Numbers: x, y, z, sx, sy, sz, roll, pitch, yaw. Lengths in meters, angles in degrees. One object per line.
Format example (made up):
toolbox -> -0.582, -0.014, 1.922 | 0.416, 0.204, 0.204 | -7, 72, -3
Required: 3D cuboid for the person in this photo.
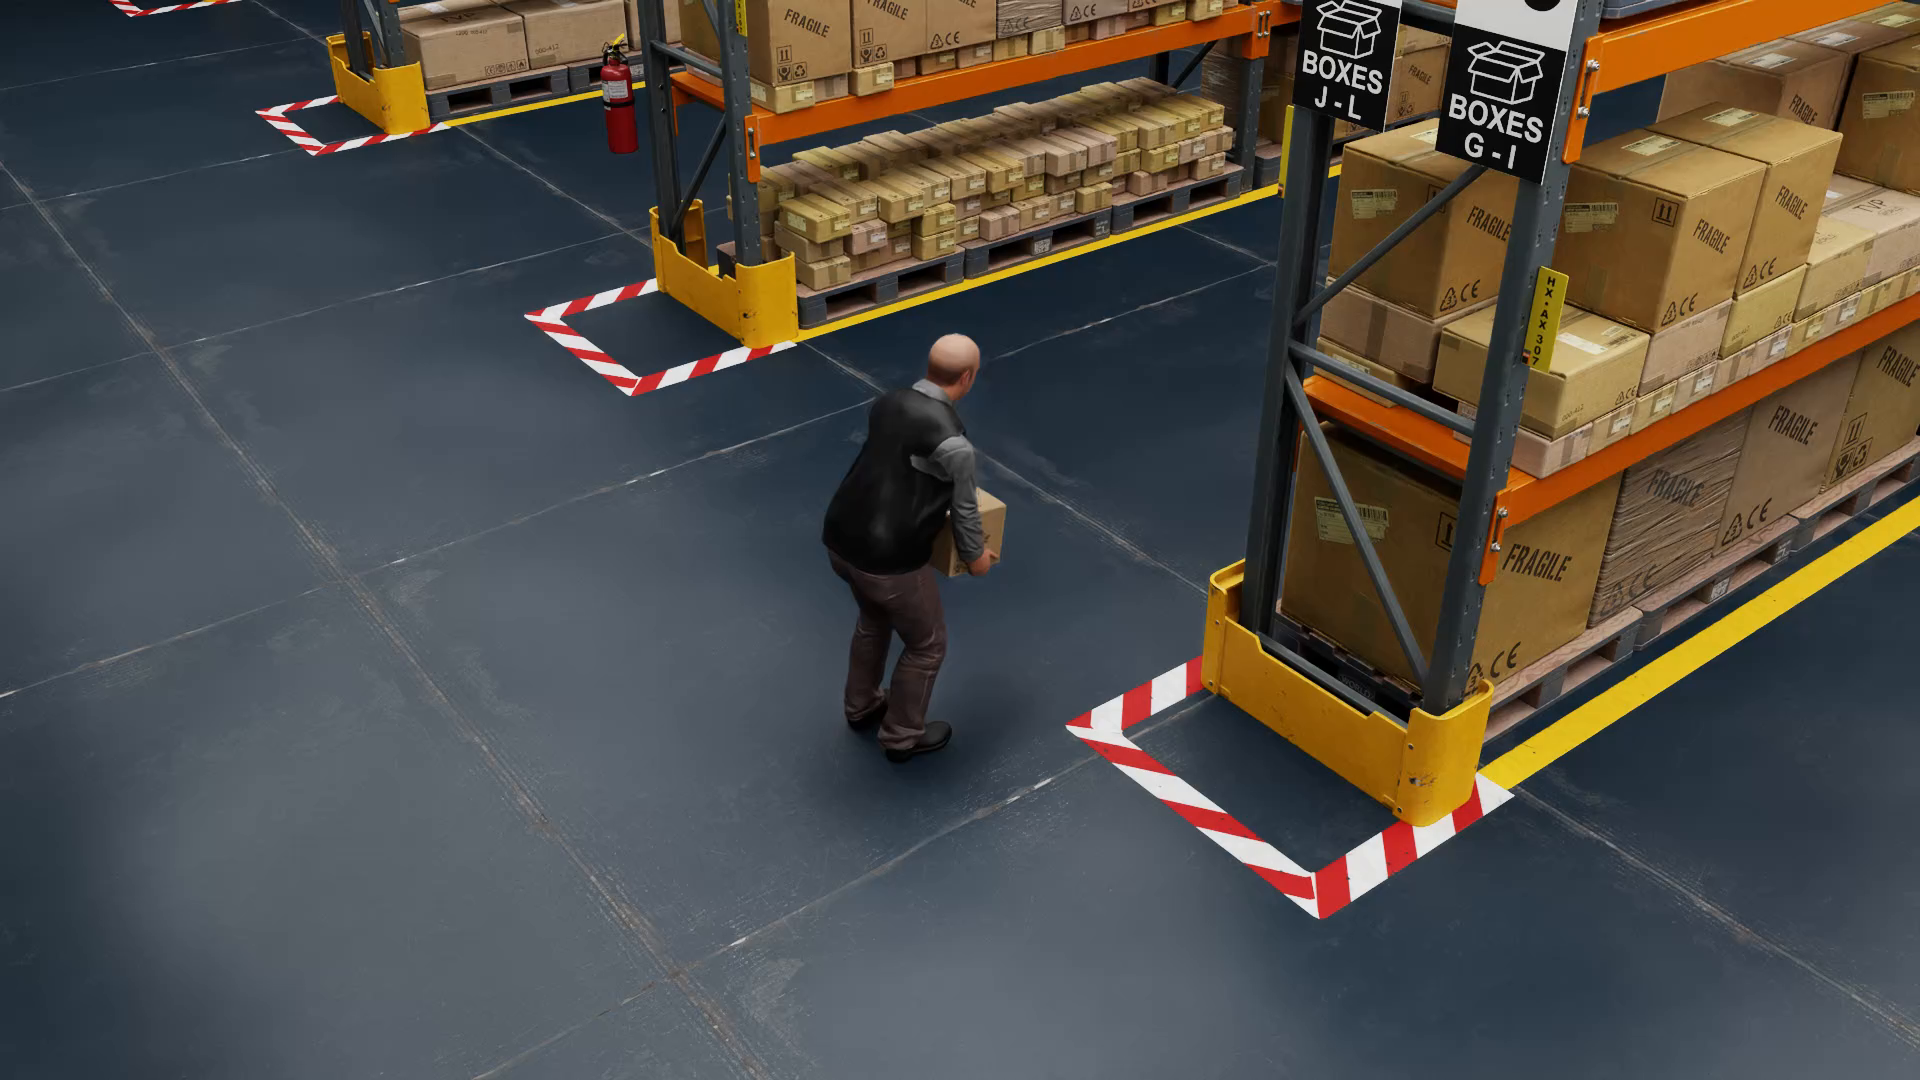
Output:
person -> -0.188, 0.035, 6.210 | 0.646, 1.615, 0.475 | -23, 39, -32
